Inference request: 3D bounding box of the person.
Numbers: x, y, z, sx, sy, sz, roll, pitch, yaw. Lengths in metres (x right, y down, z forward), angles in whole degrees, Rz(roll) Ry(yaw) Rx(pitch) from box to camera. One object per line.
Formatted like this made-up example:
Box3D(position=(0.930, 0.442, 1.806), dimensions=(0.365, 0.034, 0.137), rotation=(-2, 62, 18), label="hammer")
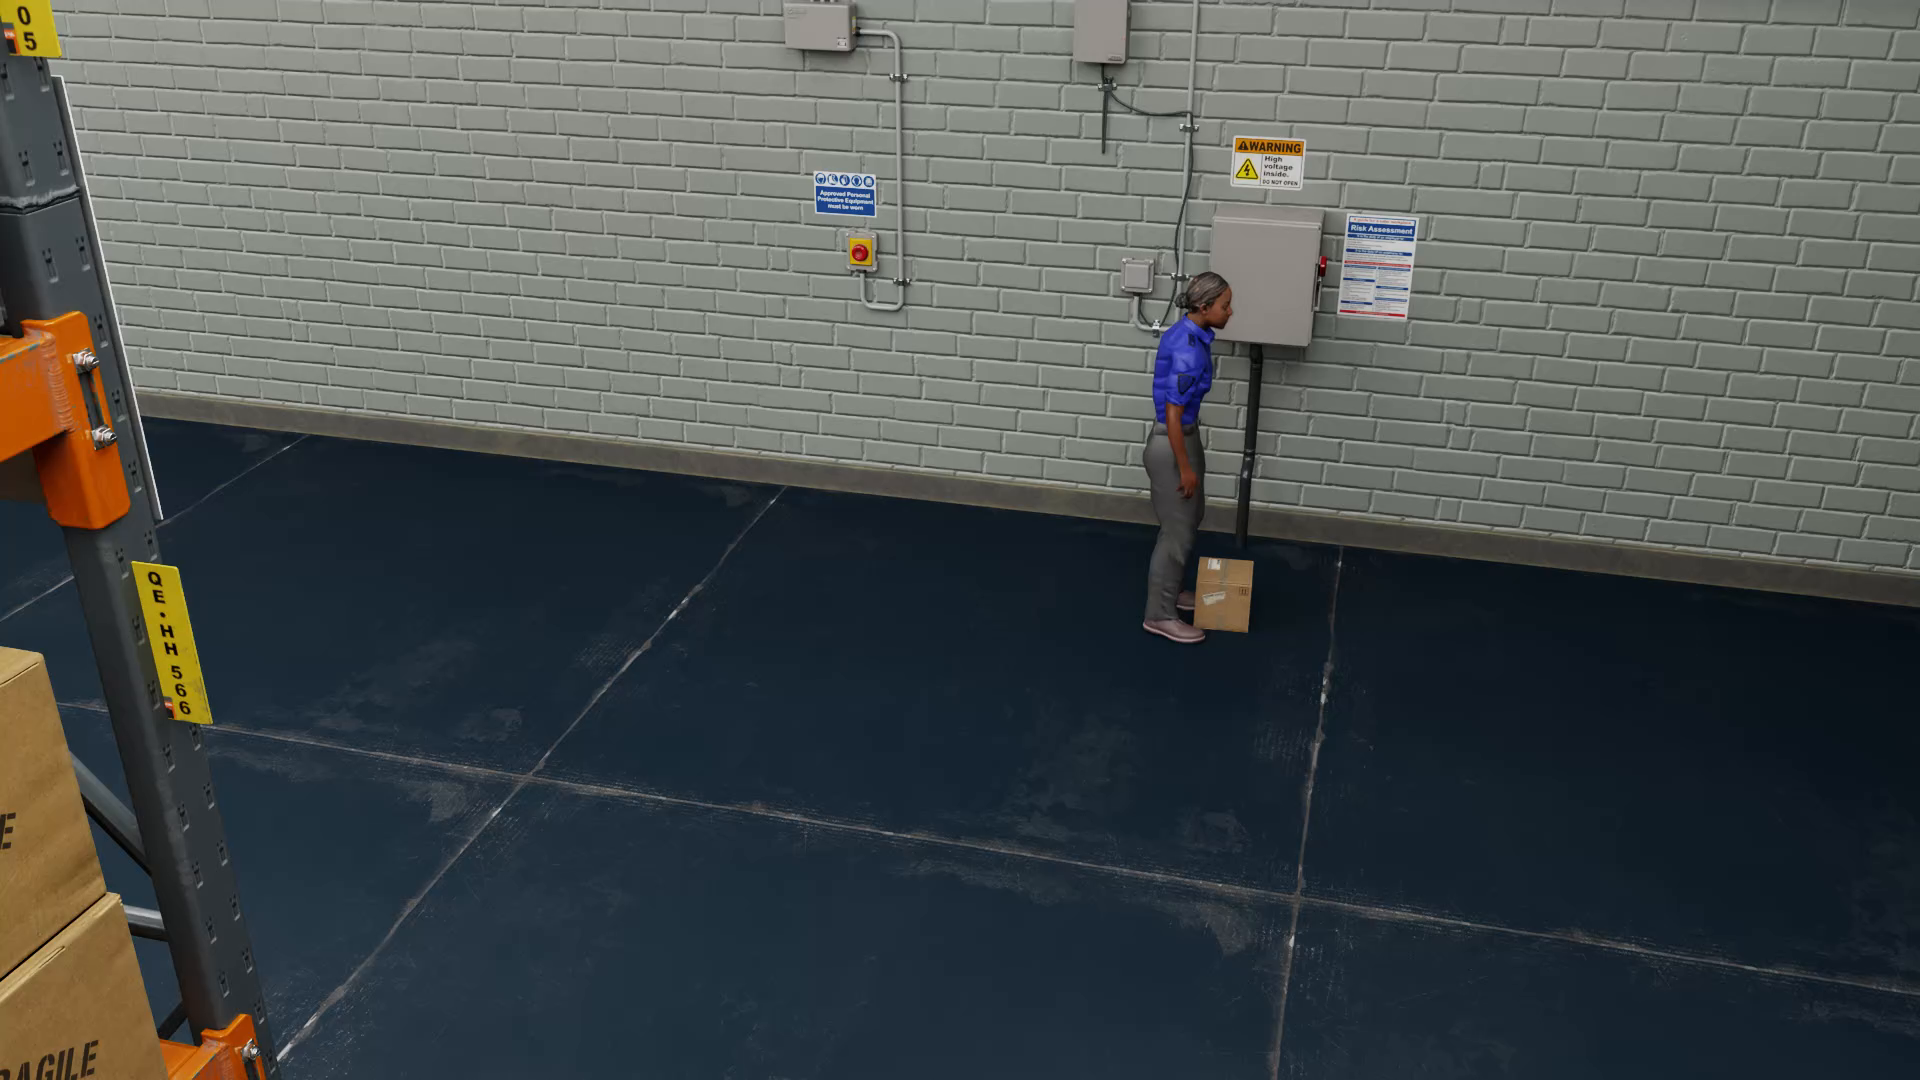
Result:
Box3D(position=(0.998, -0.389, 7.430), dimensions=(0.348, 1.655, 0.528), rotation=(5, 26, 11), label="person")
